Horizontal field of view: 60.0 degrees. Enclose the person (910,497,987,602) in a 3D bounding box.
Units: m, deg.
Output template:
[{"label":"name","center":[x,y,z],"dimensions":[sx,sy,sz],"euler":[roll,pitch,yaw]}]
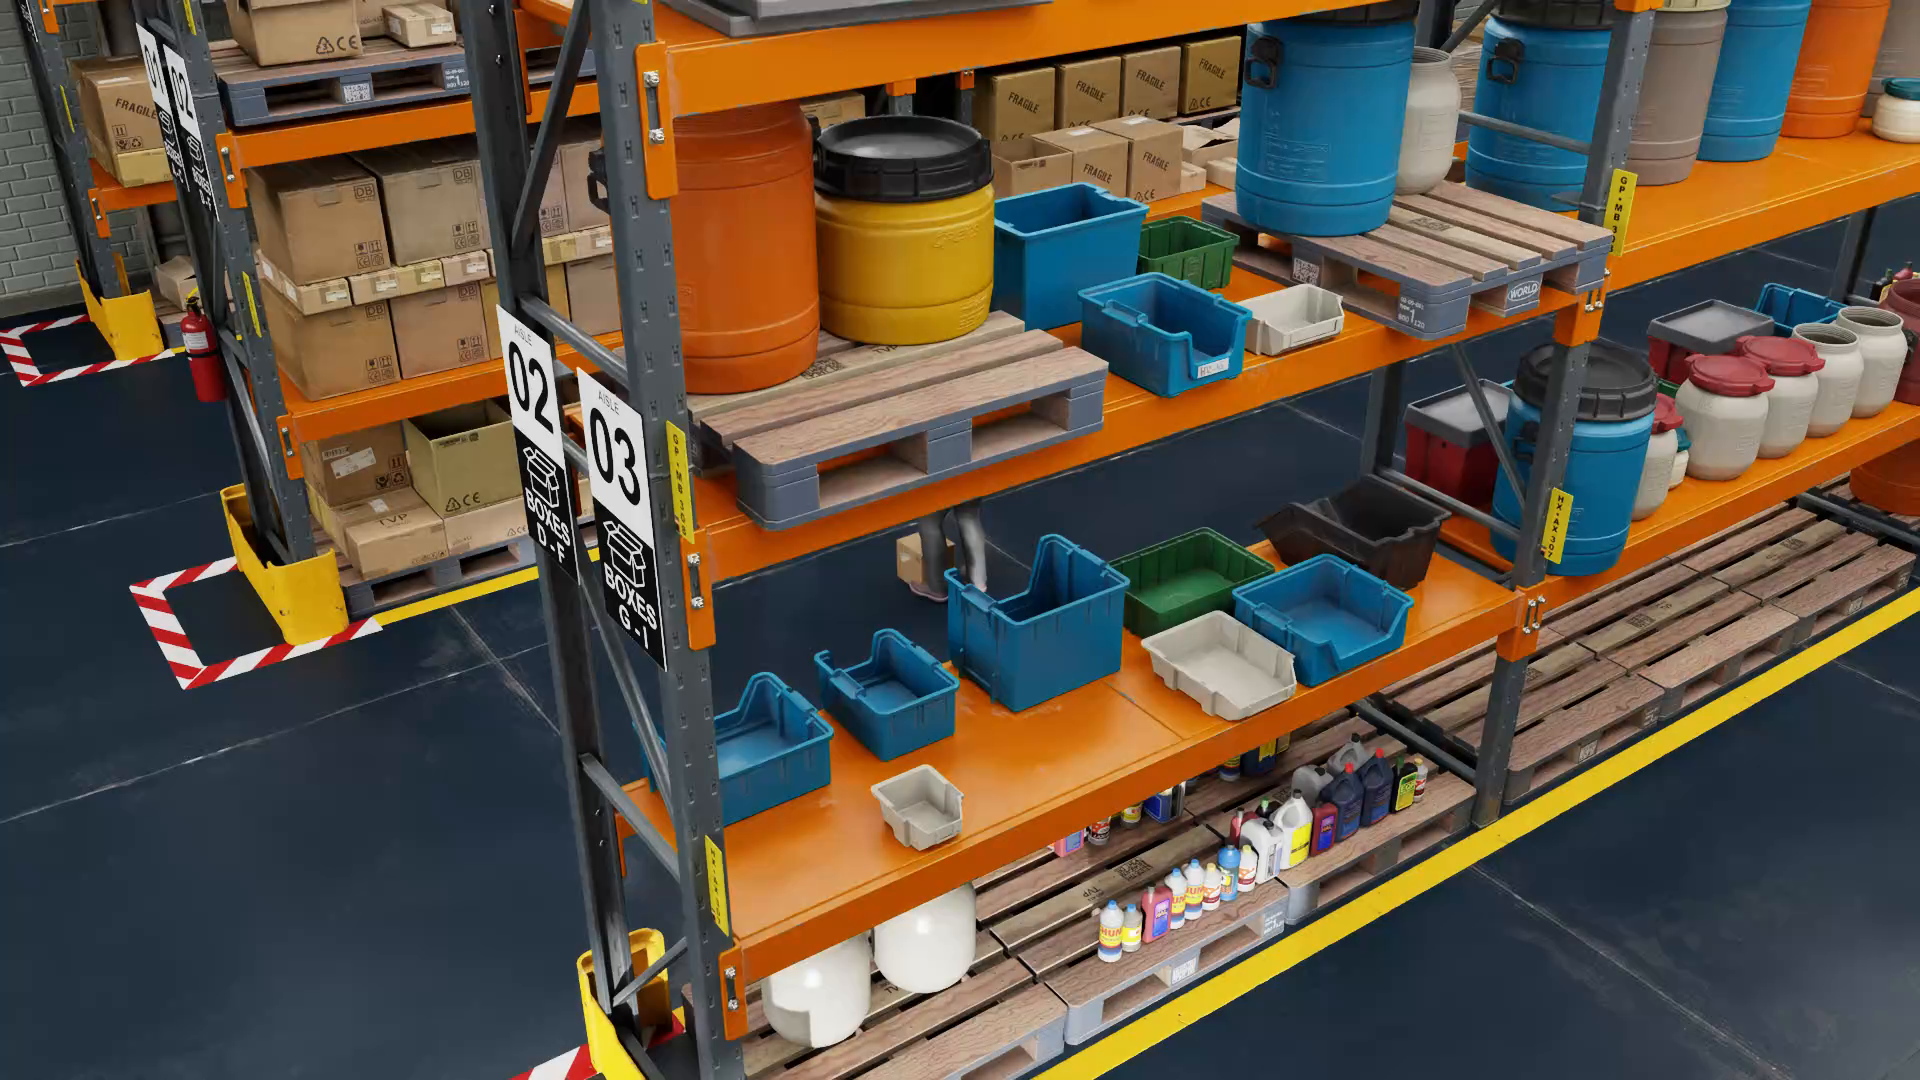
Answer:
[{"label":"person","center":[-0.074,-0.416,9.388],"dimensions":[0.523,1.653,0.402],"euler":[-21,35,-33]}]
